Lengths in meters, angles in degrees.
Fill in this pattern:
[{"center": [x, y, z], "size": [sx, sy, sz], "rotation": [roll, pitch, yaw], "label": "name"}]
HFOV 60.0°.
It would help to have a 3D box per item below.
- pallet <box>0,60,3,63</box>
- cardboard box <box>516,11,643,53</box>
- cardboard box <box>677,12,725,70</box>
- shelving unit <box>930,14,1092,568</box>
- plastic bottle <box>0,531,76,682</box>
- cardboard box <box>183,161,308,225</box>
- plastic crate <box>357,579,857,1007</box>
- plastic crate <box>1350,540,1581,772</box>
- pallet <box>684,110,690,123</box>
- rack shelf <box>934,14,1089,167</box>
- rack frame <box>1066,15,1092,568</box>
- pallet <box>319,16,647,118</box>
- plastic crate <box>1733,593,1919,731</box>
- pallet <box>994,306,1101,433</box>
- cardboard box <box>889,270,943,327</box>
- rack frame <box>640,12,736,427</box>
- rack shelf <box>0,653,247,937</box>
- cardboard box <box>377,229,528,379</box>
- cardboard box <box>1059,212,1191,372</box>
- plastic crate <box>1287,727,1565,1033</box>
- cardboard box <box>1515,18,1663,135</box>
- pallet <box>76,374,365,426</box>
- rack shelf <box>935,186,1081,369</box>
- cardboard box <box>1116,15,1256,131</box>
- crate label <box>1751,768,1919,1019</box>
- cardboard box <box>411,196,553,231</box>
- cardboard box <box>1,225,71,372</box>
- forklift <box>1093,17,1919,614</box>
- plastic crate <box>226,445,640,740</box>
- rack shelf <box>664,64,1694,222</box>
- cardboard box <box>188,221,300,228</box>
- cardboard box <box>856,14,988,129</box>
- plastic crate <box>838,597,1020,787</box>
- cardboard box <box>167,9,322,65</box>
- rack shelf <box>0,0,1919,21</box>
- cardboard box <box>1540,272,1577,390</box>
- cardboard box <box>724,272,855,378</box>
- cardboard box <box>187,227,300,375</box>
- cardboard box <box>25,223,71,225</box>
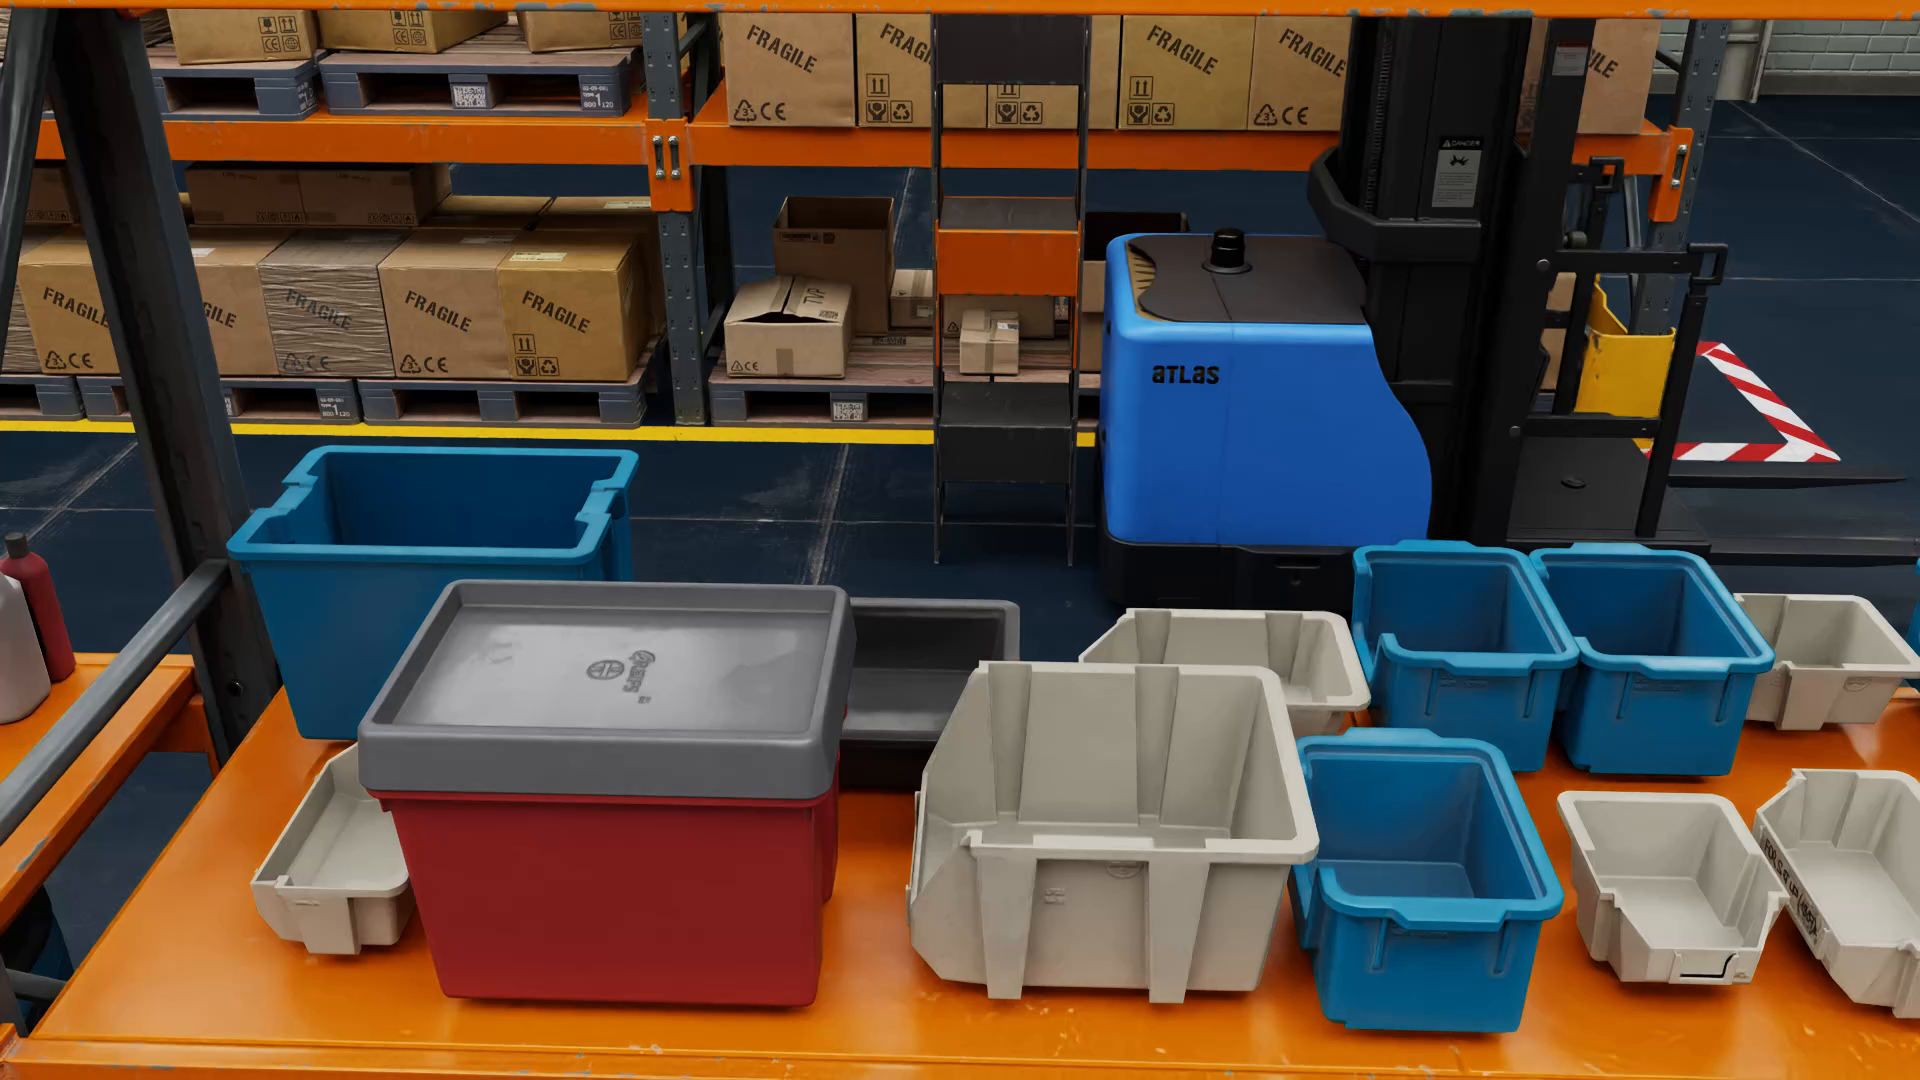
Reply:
[{"center": [-4.464, -2.050, 7.119], "size": [1.003, 0.211, 1.213], "rotation": [1, 28, 2], "label": "pallet"}, {"center": [-1.612, -2.389, 6.999], "size": [0.500, 0.500, 0.700], "rotation": [-8, 29, -15], "label": "cardboard box"}, {"center": [-1.629, -3.551, 11.594], "size": [0.750, 0.750, 0.750], "rotation": [1, 28, 2], "label": "cardboard box"}, {"center": [0.165, -0.925, 5.753], "size": [0.503, 2.100, 0.431], "rotation": [1, 28, 2], "label": "shelving unit"}, {"center": [-1.676, 0.117, 2.951], "size": [0.133, 0.283, 0.061], "rotation": [1, 28, 2], "label": "plastic bottle"}, {"center": [-3.122, -1.615, 7.492], "size": [0.500, 0.250, 0.500], "rotation": [0, 28, 1], "label": "cardboard box"}, {"center": [-0.441, 0.349, 2.257], "size": [0.583, 0.464, 0.402], "rotation": [1, 28, 2], "label": "plastic crate"}, {"center": [0.822, 0.200, 2.785], "size": [0.300, 0.233, 0.416], "rotation": [1, 28, 2], "label": "plastic crate"}, {"center": [-1.749, -3.111, 11.894], "size": [1.213, 0.211, 1.003], "rotation": [1, 28, 2], "label": "pallet"}, {"center": [0.165, -1.531, 5.432], "size": [0.480, 0.518, 0.431], "rotation": [1, 28, 2], "label": "rack shelf"}, {"center": [0.409, -0.921, 5.745], "size": [0.015, 2.100, 0.400], "rotation": [1, 28, 2], "label": "rack frame"}, {"center": [-1.941, -2.026, 7.075], "size": [1.213, 0.211, 1.003], "rotation": [1, 28, 2], "label": "pallet"}, {"center": [1.442, 0.214, 2.861], "size": [0.298, 0.136, 0.250], "rotation": [1, 28, 2], "label": "plastic crate"}, {"center": [0.763, -0.784, 7.504], "size": [1.213, 0.211, 1.003], "rotation": [1, 28, 2], "label": "pallet"}, {"center": [-0.190, -1.127, 7.748], "size": [0.250, 0.149, 0.380], "rotation": [1, 28, 2], "label": "cardboard box"}, {"center": [-1.146, -2.047, 6.909], "size": [0.127, 3.000, 1.000], "rotation": [1, 28, 2], "label": "rack frame"}, {"center": [-3.323, 0.556, 2.766], "size": [4.000, 0.370, 1.077], "rotation": [1, 28, 2], "label": "rack shelf"}, {"center": [-2.143, -1.023, 7.176], "size": [0.500, 0.500, 0.500], "rotation": [1, 28, 2], "label": "cardboard box"}, {"center": [0.732, -1.110, 7.337], "size": [0.637, 0.503, 0.797], "rotation": [1, 28, 2], "label": "cardboard box"}, {"center": [0.612, 0.471, 2.273], "size": [0.300, 0.233, 0.416], "rotation": [1, 28, 2], "label": "plastic crate"}, {"center": [2.394, -1.905, 6.534], "size": [0.500, 0.500, 0.500], "rotation": [2, 28, 3], "label": "cardboard box"}, {"center": [-3.183, -0.830, 7.590], "size": [1.213, 0.211, 1.003], "rotation": [1, 28, 2], "label": "pallet"}, {"center": [0.165, -0.913, 5.759], "size": [0.480, 0.518, 0.431], "rotation": [1, 28, 2], "label": "rack shelf"}, {"center": [0.874, -1.931, 6.584], "size": [0.500, 0.500, 0.500], "rotation": [1, 28, 1], "label": "cardboard box"}, {"center": [1.283, 0.494, 2.333], "size": [0.243, 0.136, 0.396], "rotation": [1, 28, 2], "label": "crate label"}, {"center": [-2.154, -1.263, 7.628], "size": [0.500, 0.500, 0.500], "rotation": [1, 28, 3], "label": "cardboard box"}, {"center": [-4.175, -1.056, 7.238], "size": [0.500, 0.500, 0.500], "rotation": [0, 28, 0], "label": "cardboard box"}, {"center": [2.019, -1.226, 5.432], "size": [3.031, 2.935, 1.130], "rotation": [1, 28, 2], "label": "forklift"}, {"center": [-0.846, 0.100, 2.812], "size": [0.575, 0.384, 0.392], "rotation": [1, 28, 2], "label": "plastic crate"}, {"center": [0.853, -1.696, 7.015], "size": [4.000, 0.370, 1.077], "rotation": [1, 28, 2], "label": "rack shelf"}, {"center": [-3.159, -1.283, 7.667], "size": [0.500, 0.500, 0.500], "rotation": [0, 28, 0], "label": "cardboard box"}, {"center": [-0.134, -1.948, 6.616], "size": [0.500, 0.500, 0.500], "rotation": [1, 28, 3], "label": "cardboard box"}, {"center": [-0.196, 0.259, 2.788], "size": [0.590, 0.125, 0.437], "rotation": [1, 28, 2], "label": "plastic crate"}, {"center": [-2.914, -2.277, 6.788], "size": [0.500, 0.500, 0.700], "rotation": [-6, 29, -11], "label": "cardboard box"}, {"center": [0.674, -0.703, 1.939], "size": [4.000, 0.370, 1.077], "rotation": [1, 28, 2], "label": "rack shelf"}, {"center": [2.299, -0.965, 7.066], "size": [0.500, 0.500, 0.500], "rotation": [1, 28, 2], "label": "cardboard box"}, {"center": [-0.734, -0.945, 7.232], "size": [0.500, 0.311, 0.500], "rotation": [1, 28, 2], "label": "cardboard box"}, {"center": [-3.152, -1.039, 7.206], "size": [0.500, 0.500, 0.500], "rotation": [0, 28, 0], "label": "cardboard box"}, {"center": [-4.201, -1.298, 7.694], "size": [0.500, 0.500, 0.500], "rotation": [2, 28, 4], "label": "cardboard box"}]
